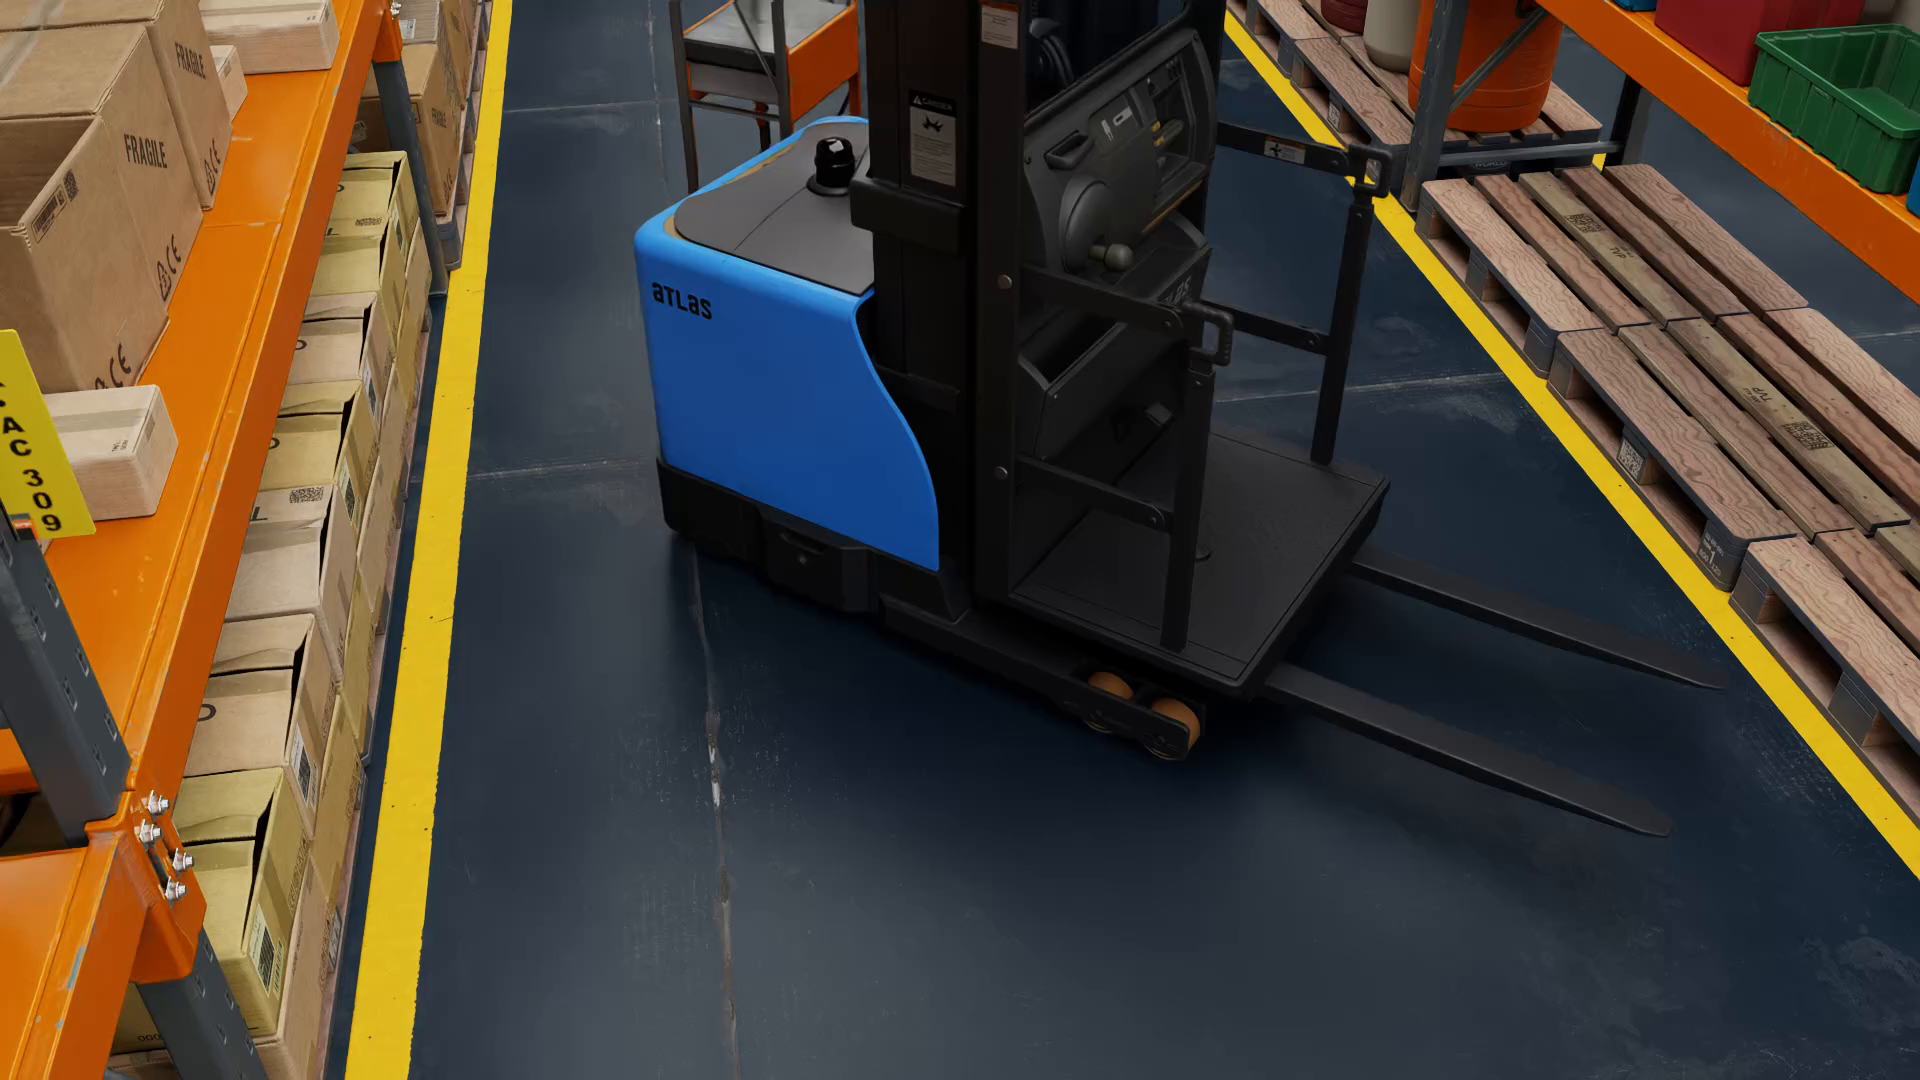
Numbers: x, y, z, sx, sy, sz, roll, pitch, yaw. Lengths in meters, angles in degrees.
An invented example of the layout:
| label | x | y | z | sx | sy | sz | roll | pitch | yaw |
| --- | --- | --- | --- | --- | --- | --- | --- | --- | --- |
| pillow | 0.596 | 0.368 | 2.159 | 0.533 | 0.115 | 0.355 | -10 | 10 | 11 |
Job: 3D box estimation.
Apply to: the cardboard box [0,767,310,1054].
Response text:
| label | x | y | z | sx | sy | sz | roll | pitch | yaw |
| --- | --- | --- | --- | --- | --- | --- | --- | --- | --- |
| cardboard box | -1.623 | 0.723 | 3.317 | 0.500 | 0.311 | 0.500 | -6 | 38 | -8 |

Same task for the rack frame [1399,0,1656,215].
| label | x | y | z | sx | sy | sz | roll | pitch | yaw |
| --- | --- | --- | --- | --- | --- | --- | --- | --- | --- |
| rack frame | 2.380 | -2.646 | 6.211 | 1.000 | 3.000 | 0.127 | -6 | 38 | -8 |

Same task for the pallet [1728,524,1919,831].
| label | x | y | z | sx | sy | sz | roll | pitch | yaw |
| --- | --- | --- | --- | --- | --- | --- | --- | --- | --- |
| pallet | 2.905 | 0.401 | 4.562 | 1.003 | 0.211 | 1.213 | -6 | 38 | -8 |

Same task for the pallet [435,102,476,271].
| label | x | y | z | sx | sy | sz | roll | pitch | yaw |
| --- | --- | --- | --- | --- | --- | --- | --- | --- | --- |
| pallet | -2.591 | -1.469 | 6.969 | 1.003 | 0.211 | 1.213 | -6 | 38 | -8 |

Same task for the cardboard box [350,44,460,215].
| label | x | y | z | sx | sy | sz | roll | pitch | yaw |
| --- | --- | --- | --- | --- | --- | --- | --- | --- | --- |
| cardboard box | -2.296 | -1.608 | 6.553 | 0.500 | 0.500 | 0.500 | -5 | 38 | -6 |

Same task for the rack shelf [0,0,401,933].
| label | x | y | z | sx | sy | sz | roll | pitch | yaw |
| --- | --- | --- | --- | --- | --- | --- | --- | --- | --- |
| rack shelf | -2.147 | -0.623 | 4.194 | 1.077 | 0.370 | 4.000 | -6 | 38 | -8 |

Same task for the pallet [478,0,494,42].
| label | x | y | z | sx | sy | sz | roll | pitch | yaw |
| --- | --- | --- | --- | --- | --- | --- | --- | --- | --- |
| pallet | -3.019 | -2.943 | 8.866 | 1.003 | 0.211 | 1.213 | -6 | 38 | -8 |

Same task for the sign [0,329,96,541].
| label | x | y | z | sx | sy | sz | roll | pitch | yaw |
| --- | --- | --- | --- | --- | --- | --- | --- | --- | --- |
| sign | -1.250 | -0.133 | 2.206 | 0.100 | 0.325 | 0.005 | -6 | 38 | -8 |

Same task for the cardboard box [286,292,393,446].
| label | x | y | z | sx | sy | sz | roll | pitch | yaw |
| --- | --- | --- | --- | --- | --- | --- | --- | --- | --- |
| cardboard box | -1.980 | -0.509 | 4.902 | 0.500 | 0.311 | 0.500 | -6 | 38 | -8 |

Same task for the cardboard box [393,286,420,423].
| label | x | y | z | sx | sy | sz | roll | pitch | yaw |
| --- | --- | --- | --- | --- | --- | --- | --- | --- | --- |
| cardboard box | -2.071 | -0.593 | 5.467 | 0.500 | 0.250 | 0.500 | -7 | 38 | -8 |

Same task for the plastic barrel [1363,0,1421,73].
| label | x | y | z | sx | sy | sz | roll | pitch | yaw |
| --- | --- | --- | --- | --- | --- | --- | --- | --- | --- |
| plastic barrel | 2.090 | -2.454 | 7.650 | 0.421 | 0.512 | 0.421 | 0 | 38 | 0 |

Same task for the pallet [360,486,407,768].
| label | x | y | z | sx | sy | sz | roll | pitch | yaw |
| --- | --- | --- | --- | --- | --- | --- | --- | --- | --- |
| pallet | -2.181 | 0.222 | 4.792 | 1.003 | 0.211 | 1.213 | -6 | 38 | -8 |

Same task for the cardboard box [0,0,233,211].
| label | x | y | z | sx | sy | sz | roll | pitch | yaw |
| --- | --- | --- | --- | --- | --- | --- | --- | --- | --- |
| cardboard box | -2.187 | -1.143 | 4.195 | 0.500 | 0.500 | 0.500 | -8 | 39 | -10 |

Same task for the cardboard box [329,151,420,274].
| label | x | y | z | sx | sy | sz | roll | pitch | yaw |
| --- | --- | --- | --- | --- | --- | --- | --- | --- | --- |
| cardboard box | -2.163 | -1.127 | 5.698 | 0.500 | 0.311 | 0.500 | -5 | 38 | -7 |

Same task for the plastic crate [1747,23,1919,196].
| label | x | y | z | sx | sy | sz | roll | pitch | yaw |
| --- | --- | --- | --- | --- | --- | --- | --- | --- | --- |
| plastic crate | 2.498 | -1.168 | 4.481 | 0.450 | 0.188 | 0.662 | -6 | 38 | -8 |

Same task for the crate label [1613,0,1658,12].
| label | x | y | z | sx | sy | sz | roll | pitch | yaw |
| --- | --- | --- | --- | --- | --- | --- | --- | --- | --- |
| crate label | 2.288 | -2.031 | 5.390 | 0.502 | 0.435 | 0.616 | -6 | 38 | -8 |

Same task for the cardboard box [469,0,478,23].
| label | x | y | z | sx | sy | sz | roll | pitch | yaw |
| --- | --- | --- | --- | --- | --- | --- | --- | --- | --- |
| cardboard box | -2.664 | -2.848 | 8.150 | 0.500 | 0.500 | 0.500 | -6 | 38 | -7 |

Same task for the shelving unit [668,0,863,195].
| label | x | y | z | sx | sy | sz | roll | pitch | yaw |
| --- | --- | --- | --- | --- | --- | --- | --- | --- | --- |
| shelving unit | -0.620 | -1.500 | 5.469 | 0.431 | 2.100 | 0.503 | 15 | 40 | 18 |

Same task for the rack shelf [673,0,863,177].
| label | x | y | z | sx | sy | sz | roll | pitch | yaw |
| --- | --- | --- | --- | --- | --- | --- | --- | --- | --- |
| rack shelf | -0.620 | -1.489 | 5.477 | 0.431 | 0.518 | 0.480 | 15 | 40 | 18 |

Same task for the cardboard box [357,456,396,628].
| label | x | y | z | sx | sy | sz | roll | pitch | yaw |
| --- | --- | --- | --- | --- | --- | --- | --- | --- | --- |
| cardboard box | -1.893 | 0.021 | 4.676 | 0.500 | 0.250 | 0.500 | -6 | 38 | -7 |

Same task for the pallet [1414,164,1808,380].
| label | x | y | z | sx | sy | sz | roll | pitch | yaw |
| --- | --- | --- | --- | --- | --- | --- | --- | --- | --- |
| pallet | 2.477 | -1.073 | 6.459 | 1.003 | 0.211 | 1.213 | -6 | 38 | -8 |

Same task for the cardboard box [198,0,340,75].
| label | x | y | z | sx | sy | sz | roll | pitch | yaw |
| --- | --- | --- | --- | --- | --- | --- | --- | --- | --- |
| cardboard box | -2.068 | -1.503 | 4.944 | 0.380 | 0.149 | 0.250 | -6 | 38 | -8 |

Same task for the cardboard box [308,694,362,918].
| label | x | y | z | sx | sy | sz | roll | pitch | yaw |
| --- | --- | --- | --- | --- | --- | --- | --- | --- | --- |
| cardboard box | -1.711 | 0.641 | 3.878 | 0.500 | 0.250 | 0.500 | -5 | 38 | -7 |

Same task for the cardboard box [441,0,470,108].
| label | x | y | z | sx | sy | sz | roll | pitch | yaw |
| --- | --- | --- | --- | --- | --- | --- | --- | --- | --- |
| cardboard box | -2.476 | -2.227 | 7.350 | 0.500 | 0.500 | 0.500 | -7 | 38 | -9 |

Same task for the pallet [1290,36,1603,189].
| label | x | y | z | sx | sy | sz | roll | pitch | yaw |
| --- | --- | --- | --- | --- | --- | --- | --- | --- | --- |
| pallet | 2.201 | -2.016 | 7.674 | 1.003 | 0.211 | 1.213 | -6 | 38 | -8 |

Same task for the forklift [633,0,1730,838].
| label | x | y | z | sx | sy | sz | roll | pitch | yaw |
| --- | --- | --- | --- | --- | --- | --- | --- | --- | --- |
| forklift | 0.590 | -0.939 | 4.070 | 3.031 | 2.935 | 1.130 | 21 | 43 | 25 |

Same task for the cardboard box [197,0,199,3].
| label | x | y | z | sx | sy | sz | roll | pitch | yaw |
| --- | --- | --- | --- | --- | --- | --- | --- | --- | --- |
| cardboard box | -2.531 | -1.519 | 4.833 | 0.500 | 0.311 | 0.500 | -7 | 38 | -8 |

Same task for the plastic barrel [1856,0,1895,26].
| label | x | y | z | sx | sy | sz | roll | pitch | yaw |
| --- | --- | --- | --- | --- | --- | --- | --- | --- | --- |
| plastic barrel | 2.844 | -1.837 | 5.079 | 0.421 | 0.512 | 0.421 | 0 | 38 | 0 |

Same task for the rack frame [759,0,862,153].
| label | x | y | z | sx | sy | sz | roll | pitch | yaw |
| --- | --- | --- | --- | --- | --- | --- | --- | --- | --- |
| rack frame | -0.523 | -1.637 | 5.645 | 0.400 | 2.100 | 0.015 | 15 | 40 | 18 |

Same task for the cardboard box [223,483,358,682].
| label | x | y | z | sx | sy | sz | roll | pitch | yaw |
| --- | --- | --- | --- | --- | --- | --- | --- | --- | --- |
| cardboard box | -1.798 | 0.107 | 4.109 | 0.500 | 0.311 | 0.500 | -7 | 38 | -9 |

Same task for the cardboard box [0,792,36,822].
| label | x | y | z | sx | sy | sz | roll | pitch | yaw |
| --- | --- | --- | --- | --- | --- | --- | --- | --- | --- |
| cardboard box | -2.247 | 0.472 | 3.640 | 0.500 | 0.311 | 0.500 | -5 | 38 | -7 |

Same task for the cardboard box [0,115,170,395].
| label | x | y | z | sx | sy | sz | roll | pitch | yaw |
| --- | --- | --- | --- | --- | --- | --- | --- | --- | --- |
| cardboard box | -2.007 | -0.523 | 3.396 | 0.500 | 0.500 | 0.500 | -4 | 38 | -5 |
